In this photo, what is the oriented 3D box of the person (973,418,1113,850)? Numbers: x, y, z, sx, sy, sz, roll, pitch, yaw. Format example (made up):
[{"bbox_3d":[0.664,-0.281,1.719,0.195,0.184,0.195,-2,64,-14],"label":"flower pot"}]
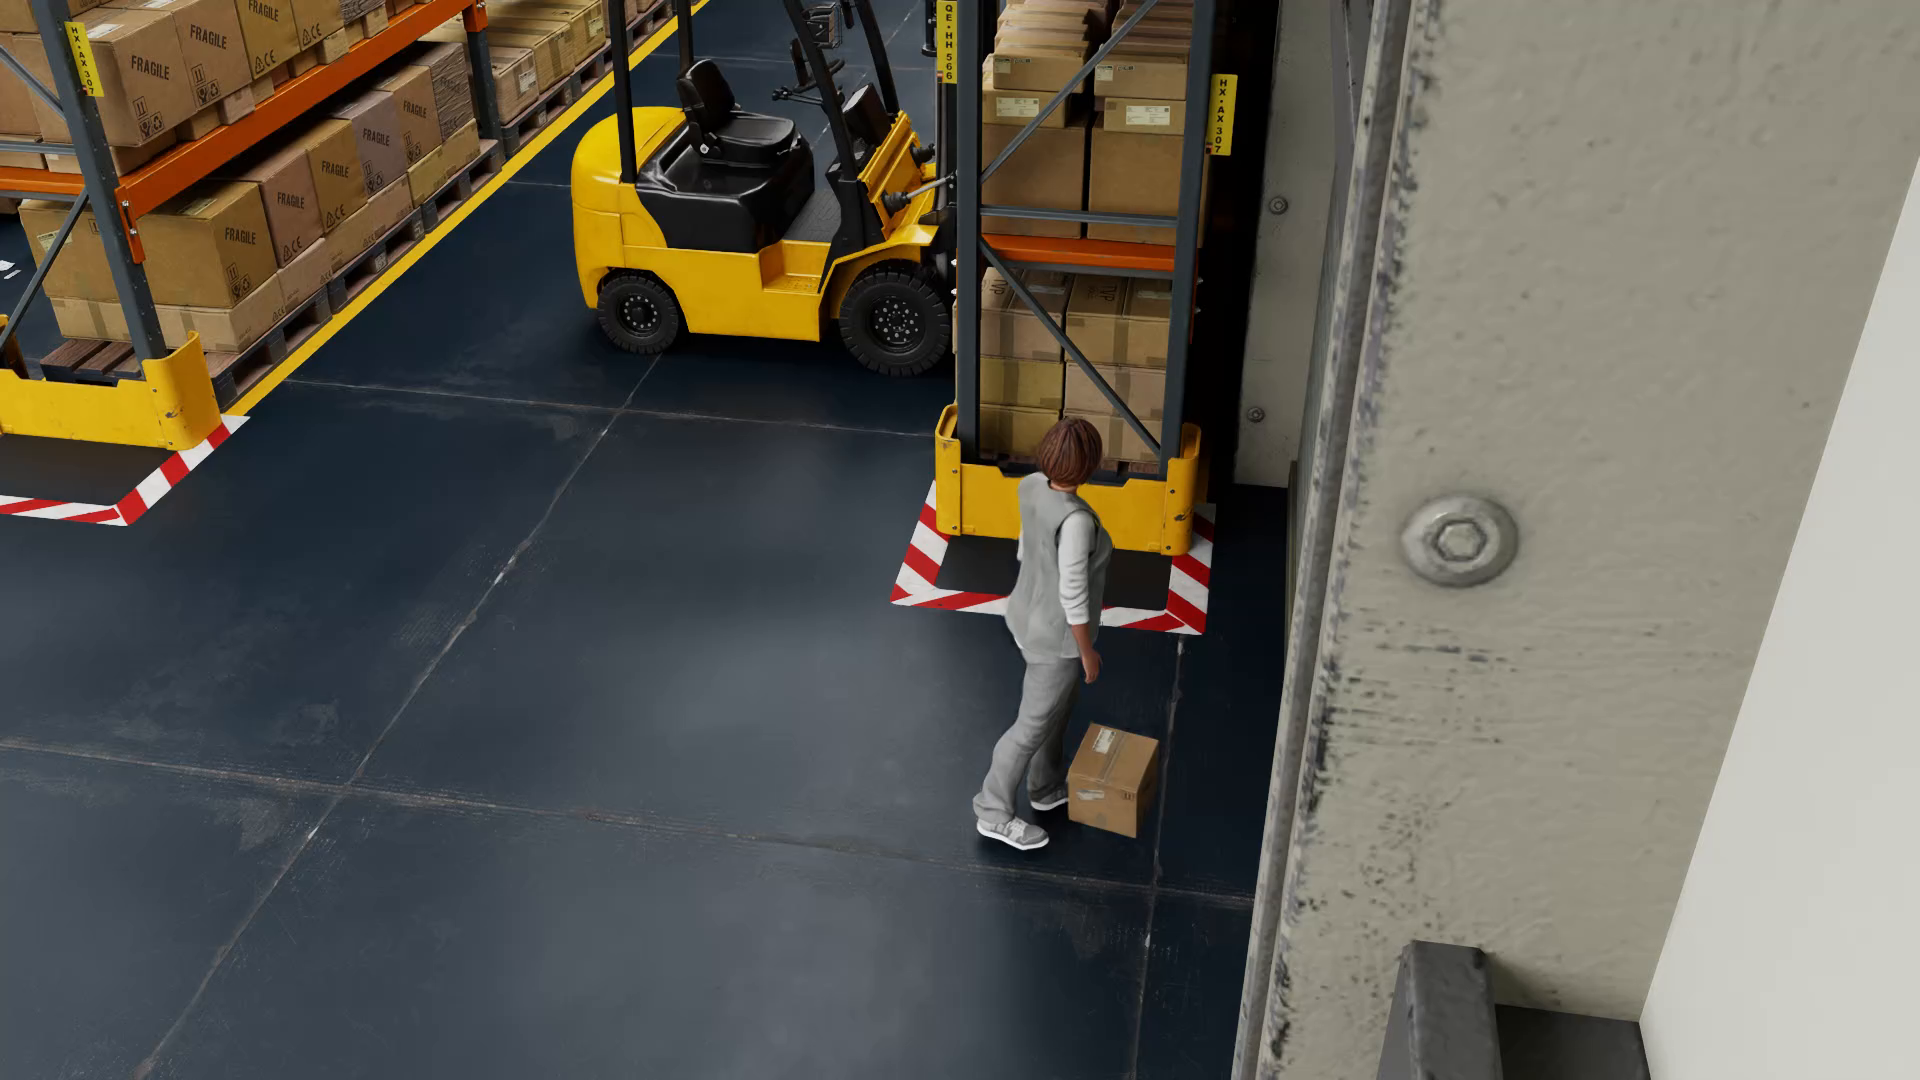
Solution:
[{"bbox_3d":[0.276,0.324,5.650,0.506,1.587,0.452,-10,34,-15],"label":"person"}]
